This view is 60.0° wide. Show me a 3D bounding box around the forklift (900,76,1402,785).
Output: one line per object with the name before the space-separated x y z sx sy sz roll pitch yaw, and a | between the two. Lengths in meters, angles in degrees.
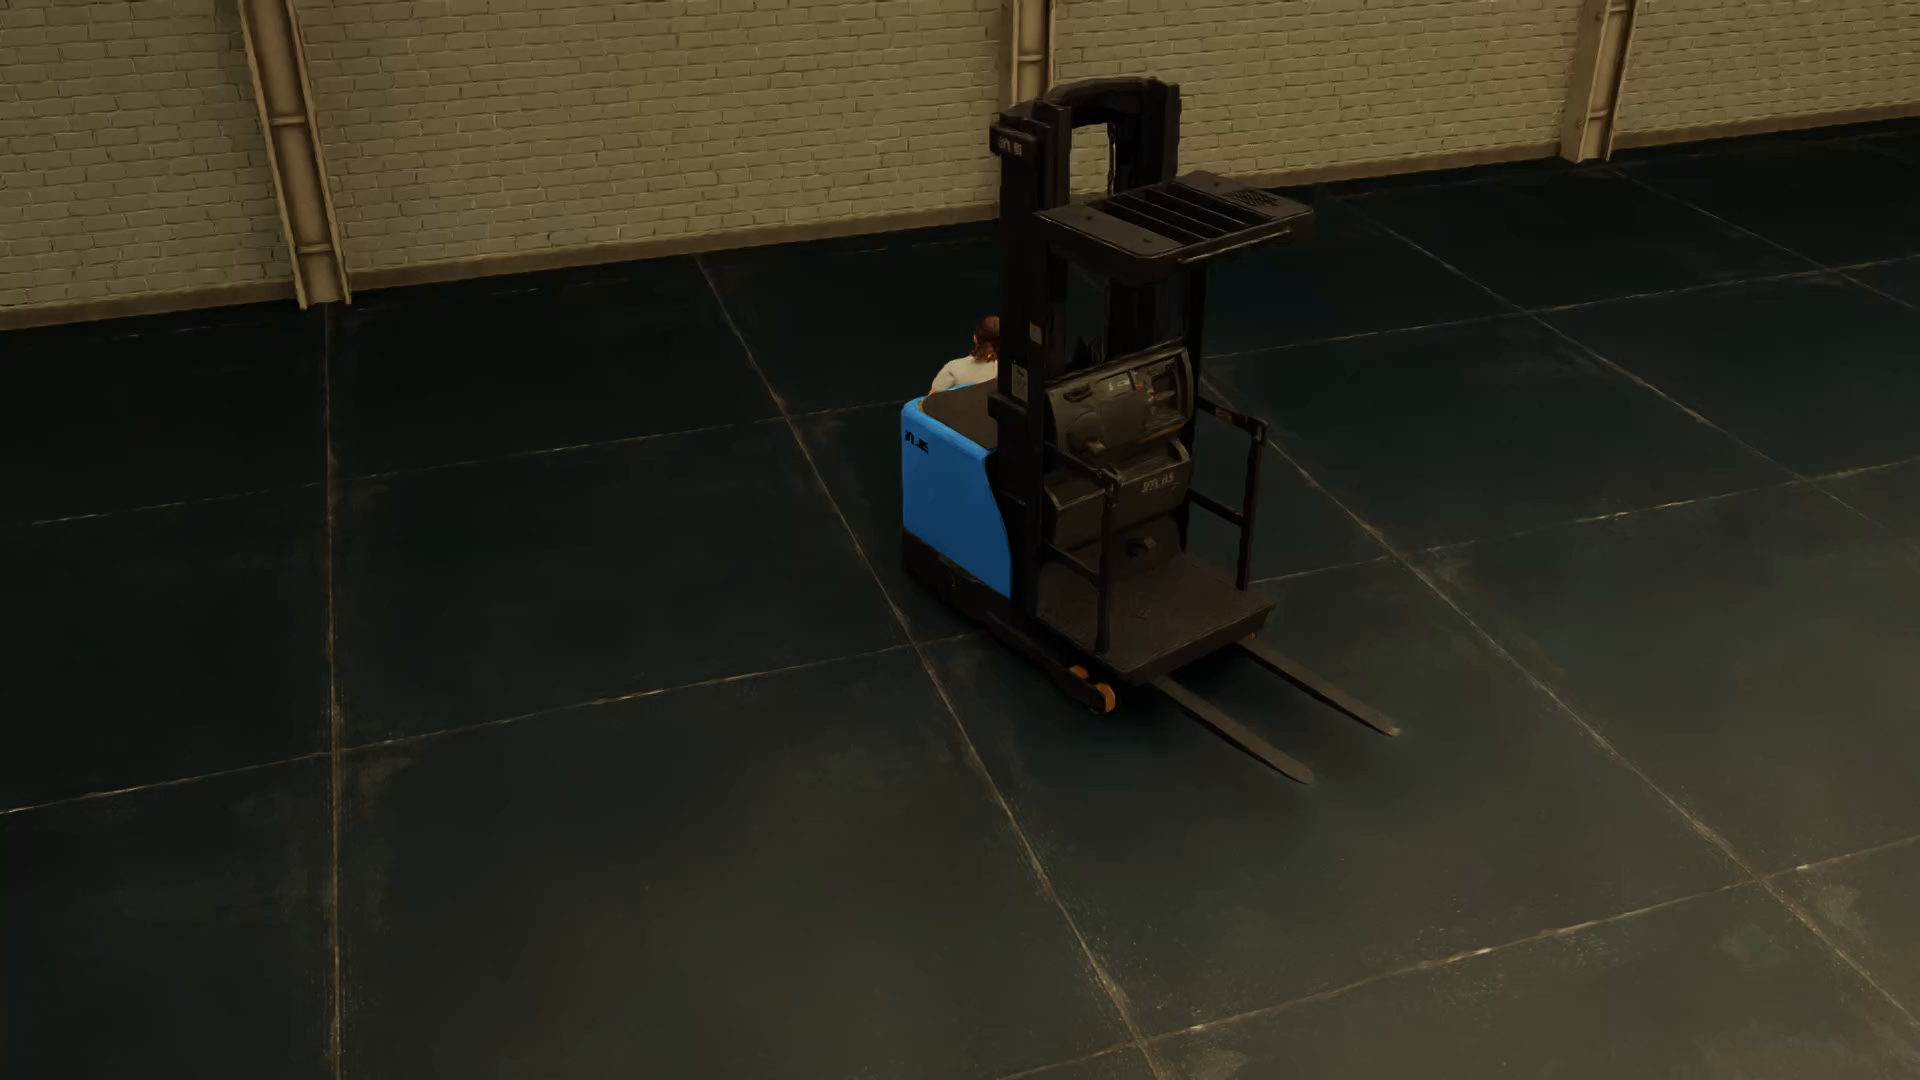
forklift | 0.946 -0.658 8.230 1.130 2.935 3.031 -21 36 -32

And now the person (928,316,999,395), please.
person | 0.136 -0.712 9.929 0.833 1.446 0.868 4 30 6
